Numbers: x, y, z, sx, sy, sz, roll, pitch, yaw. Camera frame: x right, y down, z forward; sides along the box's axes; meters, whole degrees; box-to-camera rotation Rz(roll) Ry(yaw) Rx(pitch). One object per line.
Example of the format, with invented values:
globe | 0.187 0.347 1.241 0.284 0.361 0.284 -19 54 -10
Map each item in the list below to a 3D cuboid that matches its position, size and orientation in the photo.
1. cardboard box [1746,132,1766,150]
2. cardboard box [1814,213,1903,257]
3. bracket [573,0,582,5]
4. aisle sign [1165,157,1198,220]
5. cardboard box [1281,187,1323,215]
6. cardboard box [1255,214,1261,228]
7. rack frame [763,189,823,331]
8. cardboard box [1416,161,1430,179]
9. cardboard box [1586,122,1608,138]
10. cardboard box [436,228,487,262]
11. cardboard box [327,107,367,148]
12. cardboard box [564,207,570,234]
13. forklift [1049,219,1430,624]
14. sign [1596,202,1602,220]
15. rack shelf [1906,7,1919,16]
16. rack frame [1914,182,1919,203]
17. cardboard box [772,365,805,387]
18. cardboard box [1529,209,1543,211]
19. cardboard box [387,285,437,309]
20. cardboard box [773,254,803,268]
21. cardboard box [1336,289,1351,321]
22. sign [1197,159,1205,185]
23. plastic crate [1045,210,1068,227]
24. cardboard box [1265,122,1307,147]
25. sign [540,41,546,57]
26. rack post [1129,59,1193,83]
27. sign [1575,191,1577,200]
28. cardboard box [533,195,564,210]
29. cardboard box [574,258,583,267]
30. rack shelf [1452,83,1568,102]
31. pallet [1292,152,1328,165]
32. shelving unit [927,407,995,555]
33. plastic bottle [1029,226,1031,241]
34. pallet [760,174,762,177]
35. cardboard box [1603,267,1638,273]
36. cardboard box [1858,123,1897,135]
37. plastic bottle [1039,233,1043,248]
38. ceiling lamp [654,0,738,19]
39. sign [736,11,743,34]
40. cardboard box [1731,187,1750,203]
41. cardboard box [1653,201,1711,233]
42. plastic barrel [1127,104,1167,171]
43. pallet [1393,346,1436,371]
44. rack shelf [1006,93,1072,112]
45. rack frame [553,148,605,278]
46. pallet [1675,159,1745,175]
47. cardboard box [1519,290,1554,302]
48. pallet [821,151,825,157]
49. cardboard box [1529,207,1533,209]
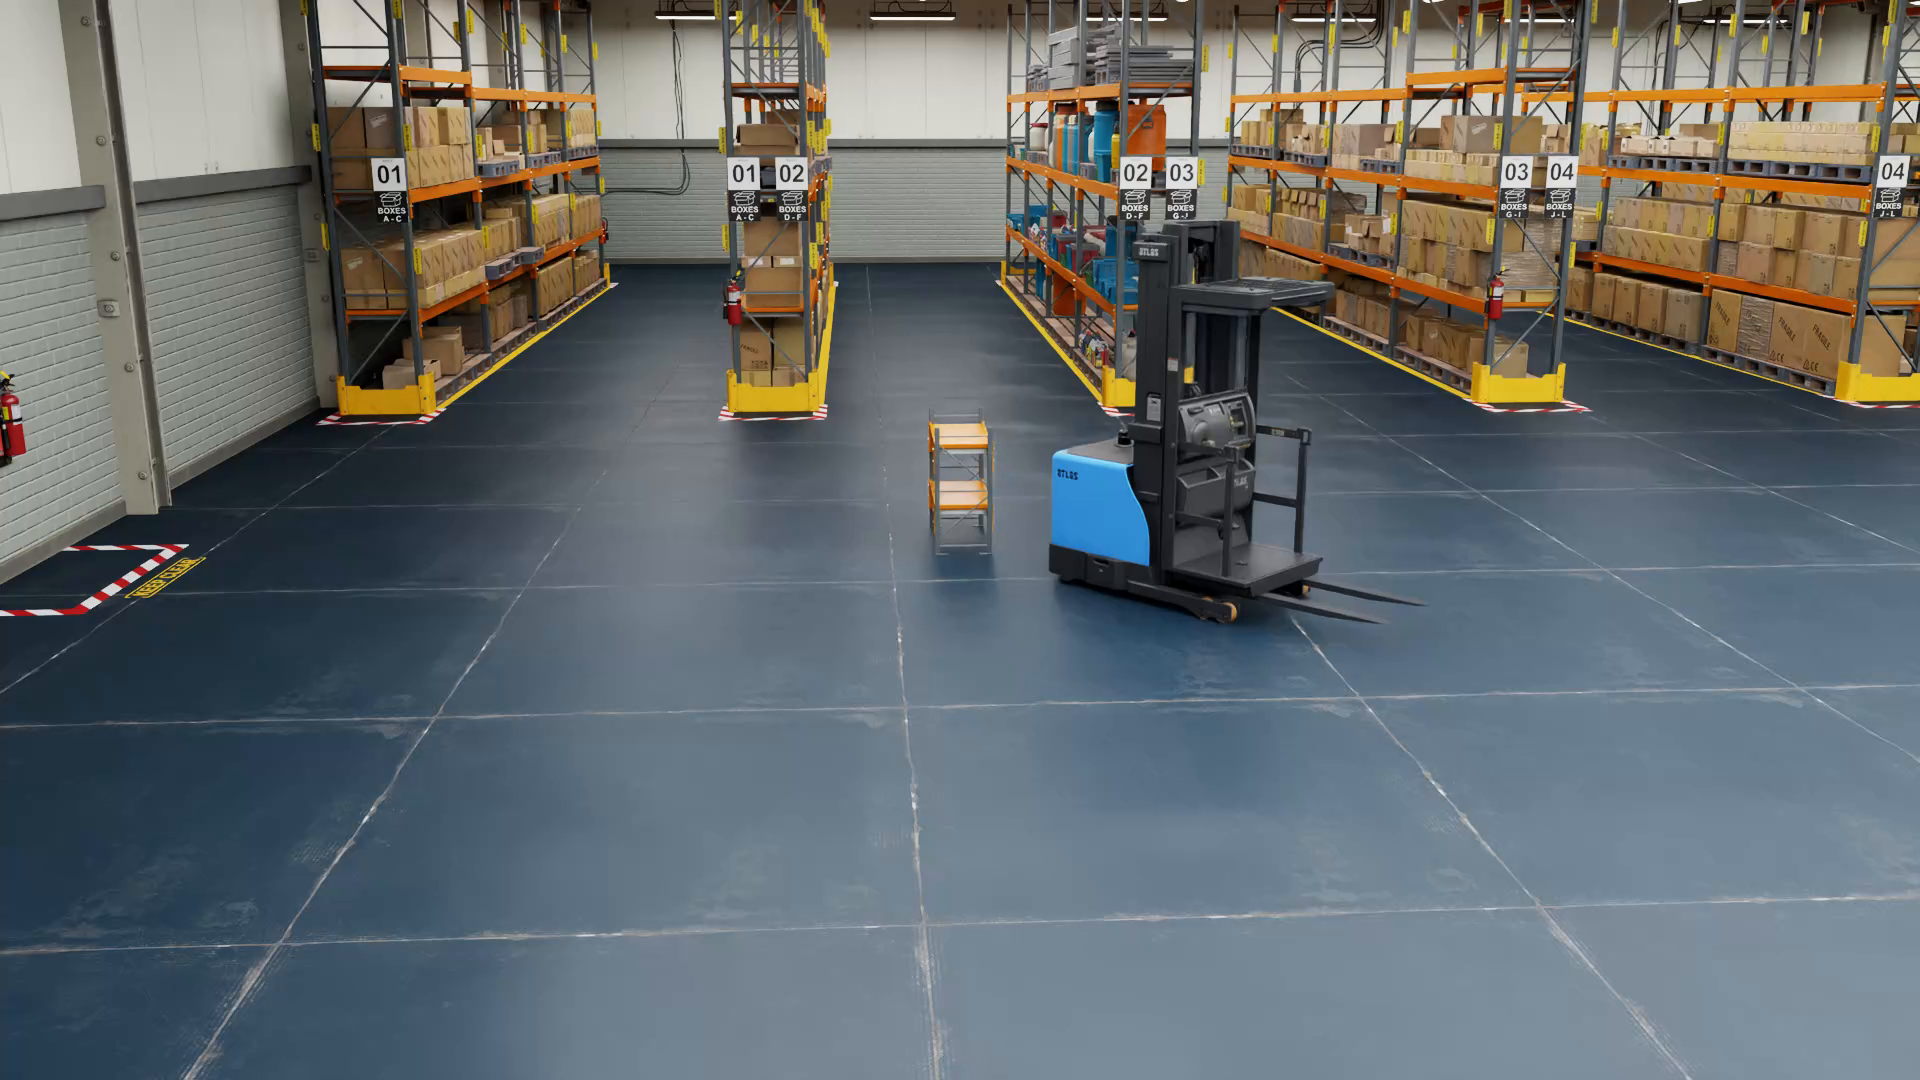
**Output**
cardboard box | 11.960 -5.880 24.501 0.500 0.250 0.500 -1 14 -4
cardboard box | 12.314 -4.185 22.802 0.875 0.550 0.550 -1 14 -3
bracket | -9.167 -12.917 39.947 0.076 0.066 3.189 -1 14 -3
aisle sign | 2.821 -4.478 21.196 0.394 0.787 0.004 -1 14 -3
cardboard box | 6.772 -6.669 32.713 0.797 0.503 0.637 -1 14 -5
cardboard box | 6.400 -6.600 34.361 0.500 0.250 0.500 0 14 -2
rack frame | -2.916 -5.147 29.011 1.000 3.000 0.127 -1 14 -3
cardboard box | 7.030 -5.437 24.418 0.500 0.250 0.500 -1 14 -4
cardboard box | 11.598 -7.446 30.190 0.396 0.266 0.258 -1 14 -3
cardboard box | -7.609 -4.463 25.270 0.700 0.500 0.500 -1 14 -3
cardboard box | -7.652 -5.178 20.865 0.500 0.500 0.500 0 14 -1
cardboard box | -7.827 -6.156 32.093 0.500 0.500 0.500 -1 14 -4
forklift | 2.150 -0.930 12.757 3.031 2.935 1.130 13 20 42
sign | 11.388 -5.862 29.625 0.100 0.325 0.005 -1 14 -3
rack shelf | 21.445 -11.188 35.225 1.077 0.370 4.000 -1 14 -3
rack frame | 16.863 -5.452 30.196 1.000 3.000 0.127 -1 14 -3
cardboard box | -2.231 -2.166 22.100 0.500 0.250 0.500 -1 14 -3
cardboard box | 7.681 -4.251 22.726 0.500 0.500 0.500 -1 14 -3
cardboard box | -7.077 -3.143 21.484 0.500 0.250 0.500 -1 14 -5
cardboard box | -2.229 -3.621 21.577 0.380 0.149 0.250 -1 14 -4
cardboard box | 7.033 -4.135 29.212 0.700 0.500 0.500 -2 15 -6
sign | 3.073 -4.697 21.225 0.100 0.325 0.005 -1 14 -3
plastic crate | 1.976 -6.503 34.033 0.402 0.464 0.583 -1 14 -3
cardboard box | 6.616 -8.240 33.770 0.700 0.500 0.500 -2 15 -7
sign | -8.910 -10.487 35.532 0.100 0.325 0.005 -1 14 -3
rack post | 2.604 -6.086 21.625 0.937 0.300 0.954 1 14 3
sign | 15.943 -8.989 43.400 0.327 0.218 0.001 -1 14 -3
cardboard box | -7.801 -6.390 31.500 0.500 0.250 0.500 -1 14 -2
cardboard box | -7.890 -5.647 33.825 0.380 0.149 0.250 0 14 -2
rack shelf | 11.557 -9.398 34.943 1.077 0.370 4.000 -1 14 -3
pallet | 6.807 -7.098 30.951 1.003 0.211 1.213 0 14 -1
shelving unit | 0.000 -0.546 14.893 0.538 1.125 1.048 -1 14 -3
plastic bottle | 1.386 -6.030 32.676 0.061 0.283 0.133 -1 14 -3
pallet | -2.735 -5.731 25.646 0.805 0.209 1.217 -1 15 -6
cardboard box | 12.127 -4.882 30.648 0.500 0.250 0.500 -2 15 -6
cardboard box | 12.065 -5.408 21.867 0.380 0.149 0.250 -1 14 -3
plastic bottle | 1.507 -5.544 30.789 0.061 0.283 0.133 -1 14 -3
ceiling lamp | -6.001 -13.498 37.714 2.000 3.185 0.800 -1 14 -3
sign | -3.209 -7.537 24.226 0.100 0.325 0.005 -1 14 -3
cardboard box | 16.310 -7.092 34.365 0.500 0.500 0.500 -1 14 -4
cardboard box | 12.045 -5.391 27.751 0.700 0.500 0.500 -1 14 -4
plastic barrel | 2.367 -5.216 21.554 0.600 0.830 0.708 -1 14 -3
pallet | 7.297 -2.787 25.435 1.003 0.211 1.213 -1 14 -3
rack shelf | 1.657 -9.078 34.496 1.077 0.370 4.000 -1 14 -3
rack frame | -8.355 -7.059 36.443 1.000 3.000 0.127 -1 14 -3
pallet | 12.070 -5.943 26.468 0.805 0.209 1.217 -1 15 -6
cardboard box | 7.688 -3.262 22.190 0.380 0.149 0.250 -1 14 -3
pallet | -3.193 -7.340 31.892 1.213 0.211 1.003 -1 14 -3
cardboard box | 11.296 -6.415 32.406 0.380 0.149 0.250 -1 14 -4
